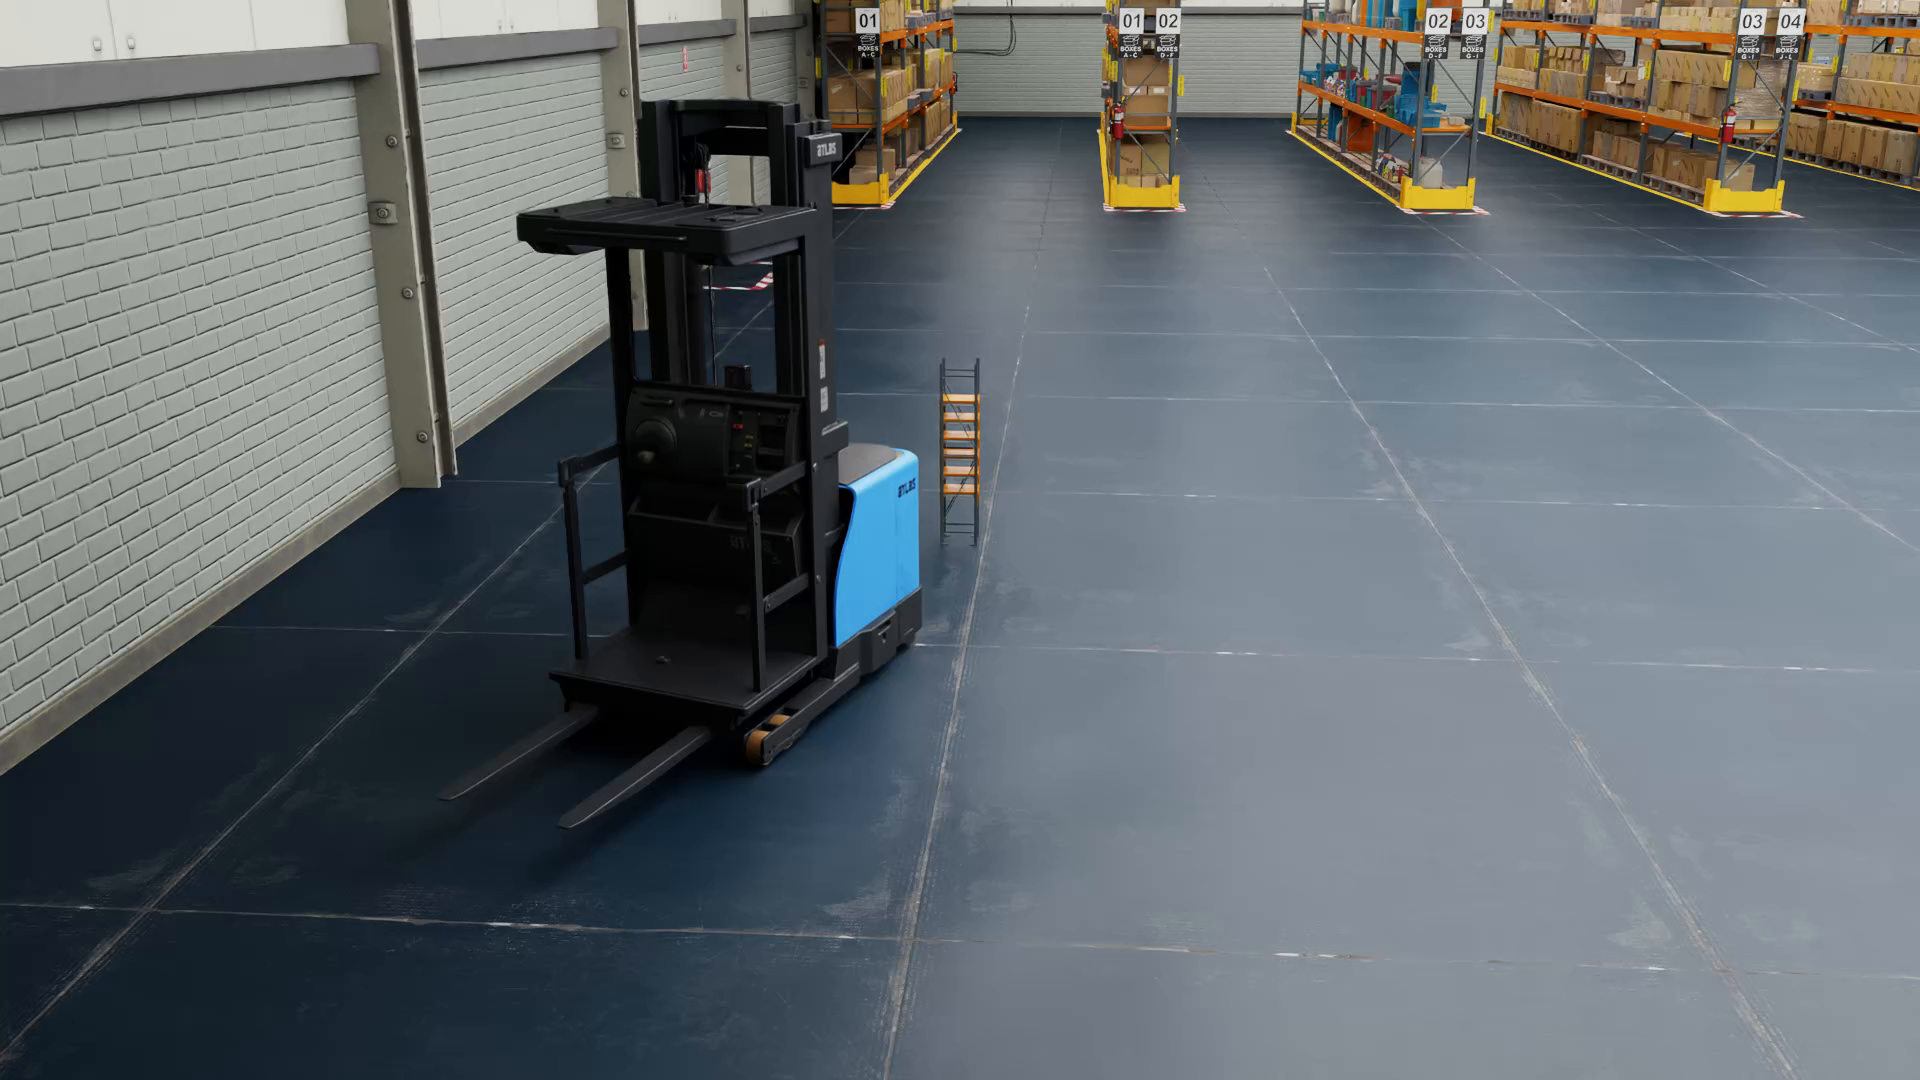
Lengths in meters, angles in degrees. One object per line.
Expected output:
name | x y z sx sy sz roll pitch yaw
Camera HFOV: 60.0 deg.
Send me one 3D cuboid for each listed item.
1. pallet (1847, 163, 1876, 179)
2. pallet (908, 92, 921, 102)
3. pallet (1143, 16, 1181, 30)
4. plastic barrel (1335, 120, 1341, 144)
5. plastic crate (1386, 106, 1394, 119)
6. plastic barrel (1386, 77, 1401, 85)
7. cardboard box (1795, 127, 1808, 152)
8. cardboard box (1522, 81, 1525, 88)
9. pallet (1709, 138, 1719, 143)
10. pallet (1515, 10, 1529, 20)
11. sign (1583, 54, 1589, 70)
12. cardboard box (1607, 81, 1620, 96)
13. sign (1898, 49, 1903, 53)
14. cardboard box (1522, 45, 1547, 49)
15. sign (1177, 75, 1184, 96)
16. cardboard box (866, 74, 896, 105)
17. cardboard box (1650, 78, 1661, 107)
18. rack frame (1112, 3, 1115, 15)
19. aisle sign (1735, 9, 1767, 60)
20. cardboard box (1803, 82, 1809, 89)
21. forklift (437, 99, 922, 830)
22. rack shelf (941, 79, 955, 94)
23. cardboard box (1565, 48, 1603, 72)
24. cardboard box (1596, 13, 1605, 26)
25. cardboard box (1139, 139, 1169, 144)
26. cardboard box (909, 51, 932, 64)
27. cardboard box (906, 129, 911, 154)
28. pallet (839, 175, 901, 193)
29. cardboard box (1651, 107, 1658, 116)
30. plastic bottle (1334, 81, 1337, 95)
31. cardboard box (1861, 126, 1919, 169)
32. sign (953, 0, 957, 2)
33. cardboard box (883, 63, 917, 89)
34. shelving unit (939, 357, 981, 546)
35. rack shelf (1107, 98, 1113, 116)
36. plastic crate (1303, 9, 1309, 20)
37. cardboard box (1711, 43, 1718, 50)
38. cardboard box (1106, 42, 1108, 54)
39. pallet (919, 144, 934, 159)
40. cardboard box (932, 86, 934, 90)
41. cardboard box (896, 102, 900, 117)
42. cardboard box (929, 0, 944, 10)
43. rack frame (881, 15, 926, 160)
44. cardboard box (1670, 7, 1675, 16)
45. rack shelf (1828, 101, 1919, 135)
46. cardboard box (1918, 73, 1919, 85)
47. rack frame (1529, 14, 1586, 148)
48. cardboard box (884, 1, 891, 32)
pallet | 18.288 -7.286 32.821 1.003 0.211 1.213 1 18 4
pallet | -1.353 -8.999 33.879 1.003 0.211 1.213 1 18 4
pallet | 3.192 -8.715 28.027 1.003 0.211 1.213 1 18 4
plastic barrel | 8.680 -9.183 37.452 0.421 0.512 0.421 0 18 0
plastic crate | 7.964 -7.727 30.027 0.450 0.188 0.662 1 18 4
plastic barrel | 8.714 -8.962 33.238 0.433 0.535 0.433 0 18 0
cardboard box | 18.337 -8.616 35.739 0.500 0.500 0.500 2 18 6
cardboard box | 13.607 -10.839 39.589 0.380 0.149 0.250 2 18 5
pallet | 18.894 -9.739 40.306 1.003 0.211 1.213 1 18 4
pallet | 14.016 -12.632 39.982 1.003 0.211 1.213 1 18 4
sign | 13.016 -9.936 34.570 0.100 0.325 0.005 1 18 4
cardboard box | 13.220 -8.988 33.101 0.500 0.250 0.500 1 18 2
sign | 23.475 -12.101 41.520 0.100 0.325 0.005 1 18 4
cardboard box | 14.371 -12.129 41.679 0.500 0.500 0.500 2 18 5
sign | 3.669 -7.547 27.621 0.100 0.325 0.005 1 18 4
cardboard box | -1.403 -7.971 29.438 0.500 0.500 0.500 1 18 2
cardboard box | 13.189 -8.183 30.440 0.875 0.500 0.500 1 18 4
rack frame | 3.689 -12.448 34.460 1.000 3.000 0.127 1 18 4
aisle sign | 12.693 -8.113 26.690 0.394 0.787 0.004 1 18 4
cardboard box | 18.124 -9.633 35.234 0.380 0.149 0.250 2 18 5
forklift | -1.267 -0.496 7.729 1.130 2.935 3.031 8 20 22
rack shelf | -0.822 -11.228 41.527 1.077 0.370 4.000 1 18 4
cardboard box | 13.729 -10.536 36.489 0.797 0.503 0.637 2 18 6
cardboard box | 13.282 -10.589 33.844 0.500 0.250 0.500 2 18 5
cardboard box | 3.433 -6.834 29.499 0.500 0.500 0.500 1 18 4
cardboard box | -0.893 -10.719 36.943 0.500 0.250 0.500 1 18 4
cardboard box | -1.404 -8.345 34.882 0.700 0.500 0.500 1 18 4
pallet | -1.636 -6.550 30.572 1.003 0.211 1.213 1 18 4
cardboard box | 12.937 -7.876 30.544 0.380 0.149 0.250 1 18 4
plastic bottle | 8.338 -10.019 36.869 0.061 0.283 0.133 1 18 4
cardboard box | 18.251 -7.615 32.284 1.050 0.750 0.750 1 18 4
sign | -0.138 -13.983 42.668 0.100 0.325 0.005 1 18 4
cardboard box | -1.276 -9.817 35.198 0.700 0.500 0.500 -1 18 -3
shelving unit | -0.001 -0.566 10.722 0.258 1.200 0.189 1 18 4
rack shelf | 3.546 -8.634 33.610 1.077 0.370 4.000 1 18 4
plastic crate | 8.898 -13.220 41.843 0.497 0.269 0.590 1 18 4
cardboard box | 18.757 -12.091 40.761 0.500 0.500 0.500 2 18 6
cardboard box | 3.862 -11.997 40.952 0.500 0.500 0.500 1 18 3
pallet | -1.120 -8.624 36.904 1.003 0.211 1.213 1 18 4
cardboard box | -0.809 -10.411 38.251 0.380 0.149 0.250 1 18 4
cardboard box | -1.370 -7.781 30.061 0.500 0.250 0.500 1 18 4
cardboard box | -0.653 -12.759 39.632 0.500 0.250 0.500 1 18 4
rack frame | -1.252 -9.706 35.728 1.000 3.000 0.127 1 18 4
cardboard box | 13.001 -9.498 29.874 0.380 0.149 0.250 0 18 1
rack shelf | 18.366 -8.270 32.498 1.077 0.370 4.000 1 18 4
cardboard box | 18.253 -8.667 30.790 0.700 0.500 0.500 1 18 3
rack frame | 13.857 -10.617 38.507 1.000 3.000 0.127 1 18 4
cardboard box | -1.478 -8.968 28.466 0.500 0.500 0.500 2 18 8
